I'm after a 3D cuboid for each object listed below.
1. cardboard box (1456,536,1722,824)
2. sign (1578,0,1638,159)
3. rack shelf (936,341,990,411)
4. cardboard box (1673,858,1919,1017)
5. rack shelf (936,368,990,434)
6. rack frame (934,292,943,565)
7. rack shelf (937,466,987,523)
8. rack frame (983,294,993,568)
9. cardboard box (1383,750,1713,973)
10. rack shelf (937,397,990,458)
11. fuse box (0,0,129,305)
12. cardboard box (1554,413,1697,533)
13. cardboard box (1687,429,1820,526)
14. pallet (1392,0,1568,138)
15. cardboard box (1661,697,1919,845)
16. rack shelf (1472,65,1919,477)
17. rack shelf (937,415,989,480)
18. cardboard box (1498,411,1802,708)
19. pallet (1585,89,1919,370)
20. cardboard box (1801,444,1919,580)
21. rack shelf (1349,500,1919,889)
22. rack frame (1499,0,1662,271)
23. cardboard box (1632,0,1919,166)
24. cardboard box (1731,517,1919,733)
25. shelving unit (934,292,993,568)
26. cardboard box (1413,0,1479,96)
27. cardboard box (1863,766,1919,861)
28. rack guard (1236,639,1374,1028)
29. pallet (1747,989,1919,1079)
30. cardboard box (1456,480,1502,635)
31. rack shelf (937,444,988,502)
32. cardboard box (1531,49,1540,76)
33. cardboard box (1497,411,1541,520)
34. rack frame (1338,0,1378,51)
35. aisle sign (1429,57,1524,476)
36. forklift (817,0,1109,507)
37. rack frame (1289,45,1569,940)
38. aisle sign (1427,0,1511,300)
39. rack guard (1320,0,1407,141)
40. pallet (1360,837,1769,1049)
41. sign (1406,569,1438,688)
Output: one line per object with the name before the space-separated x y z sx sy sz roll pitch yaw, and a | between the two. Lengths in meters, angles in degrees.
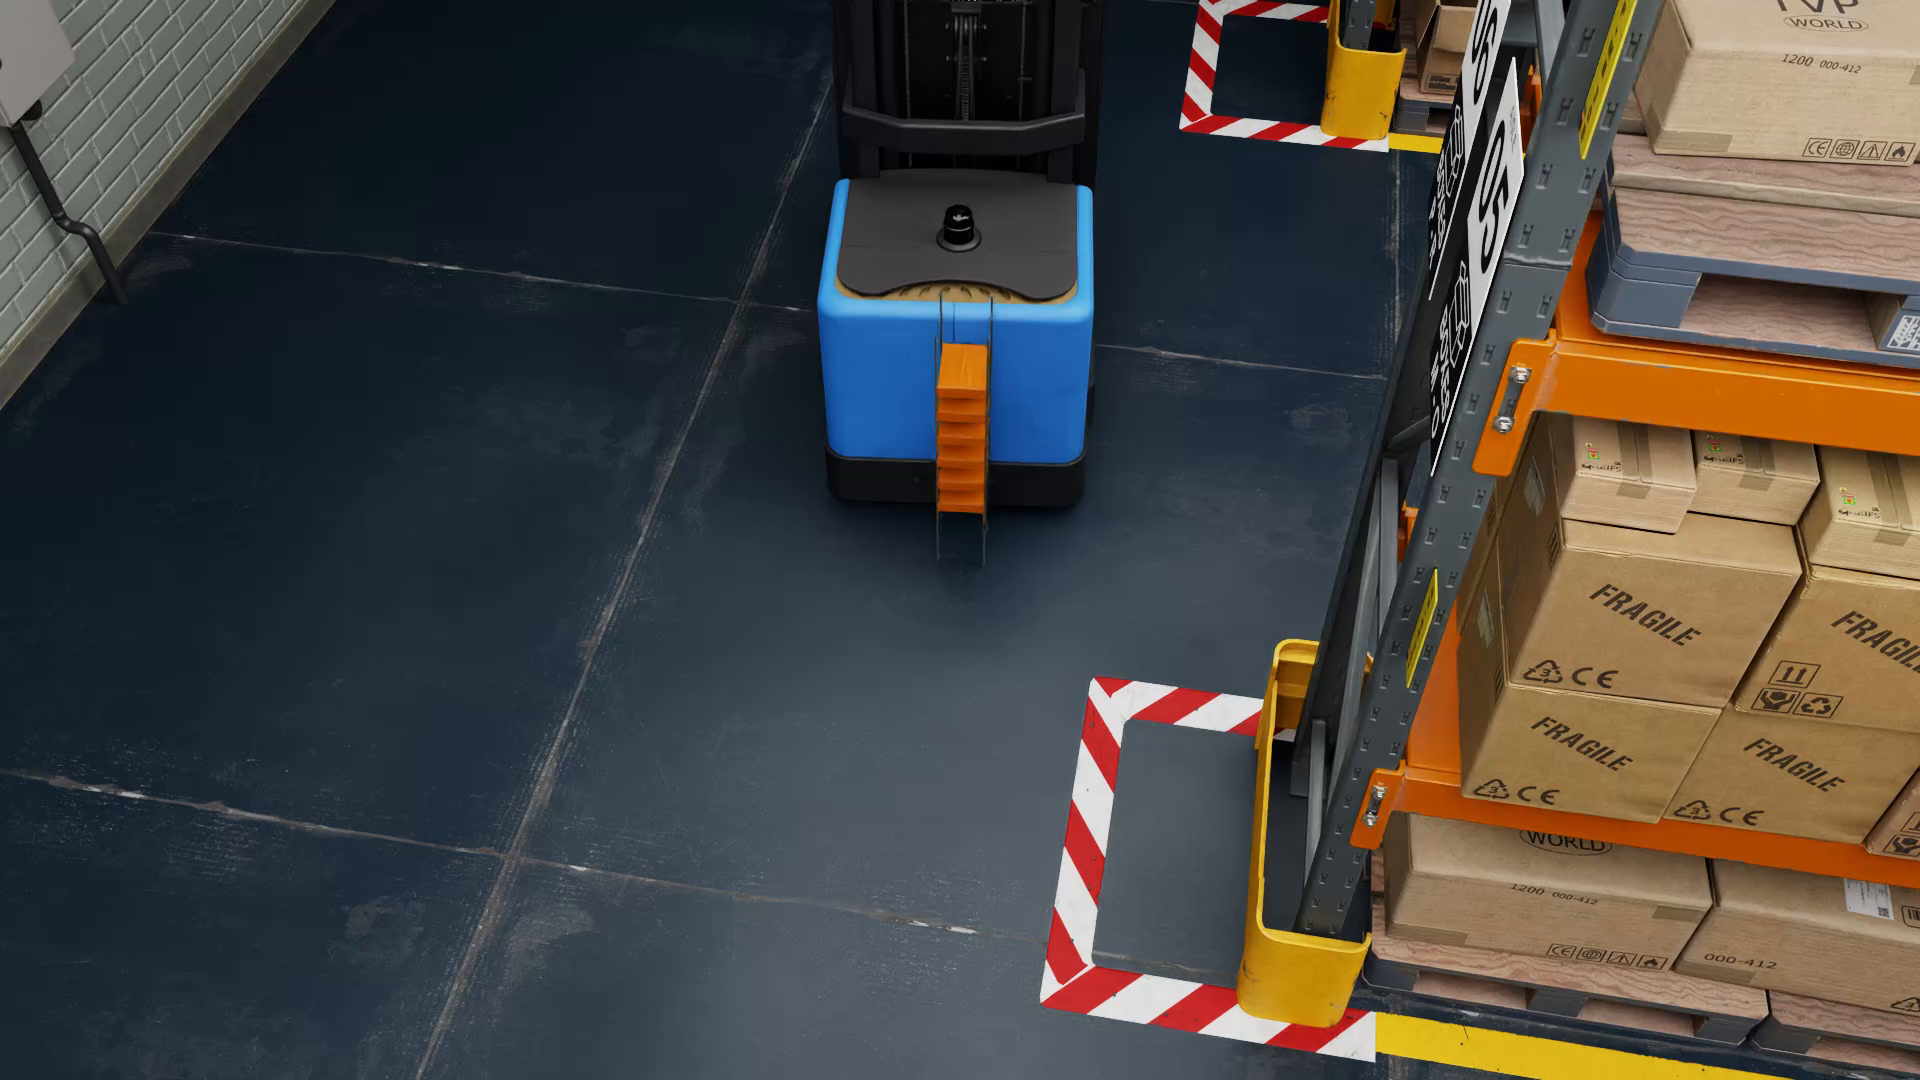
cardboard box | 1.603 0.360 4.315 0.500 0.500 0.500 7 48 7
sign | 1.077 -0.796 2.763 0.005 0.325 0.100 8 49 7
rack shelf | 0.014 -0.596 6.026 0.180 0.103 0.258 3 48 3
cardboard box | 2.751 0.964 5.279 0.875 0.438 0.875 9 49 8
rack shelf | 0.013 -0.516 6.116 0.180 0.103 0.258 3 48 3
rack frame | -0.078 -0.391 6.266 0.006 1.200 0.240 3 48 3
rack shelf | 0.012 -0.195 6.473 0.180 0.103 0.258 3 48 3
rack frame | 0.104 -0.380 6.257 0.006 1.200 0.240 3 48 3
cardboard box | 1.849 0.850 5.382 0.875 0.438 0.875 6 48 6
rack shelf | 0.013 -0.436 6.205 0.180 0.103 0.258 3 48 3
fuse box | -3.854 -1.697 7.097 0.414 1.711 0.539 8 49 7
cardboard box | 1.482 -0.215 3.723 0.250 0.149 0.380 9 49 8
cardboard box | 1.753 -0.233 3.739 0.250 0.149 0.380 9 49 8
pallet | 2.920 -2.467 8.797 1.213 0.211 1.003 8 49 7
cardboard box | 2.106 0.406 4.273 0.500 0.500 0.500 7 48 6
rack shelf | 3.150 -0.378 3.512 4.000 0.370 1.077 8 49 7
rack shelf | 0.013 -0.356 6.294 0.180 0.103 0.258 3 48 3
cardboard box | 1.604 0.024 3.945 0.500 0.500 0.500 7 48 6
pallet | 1.914 -0.763 3.434 1.213 0.211 1.003 8 49 7
cardboard box | 1.988 -0.114 3.633 0.250 0.149 0.380 9 49 8
rack shelf | 3.150 0.624 4.628 4.000 0.370 1.077 8 49 7
rack frame | 1.182 -1.886 2.367 0.127 3.000 1.000 8 49 7
cardboard box | 1.641 -1.013 3.350 0.500 0.250 0.500 4 48 3
cardboard box | 2.113 0.087 3.888 0.500 0.500 0.500 6 48 6
shelving unit | 0.013 -0.385 6.261 0.189 1.200 0.258 3 48 3
cardboard box | 2.646 -2.670 8.501 0.637 0.503 0.797 6 48 5
cardboard box | 2.603 0.487 4.201 0.500 0.500 0.500 7 48 7
rack guard | 1.158 0.952 5.531 0.348 0.500 1.175 8 49 7
pallet | 3.180 1.263 5.445 1.213 0.211 1.003 8 49 7
cardboard box | 1.704 -0.044 4.678 0.500 0.500 0.500 8 49 7
rack shelf | 0.012 -0.276 6.383 0.180 0.103 0.258 3 48 3
cardboard box | 3.057 -2.467 8.556 0.250 0.149 0.380 6 48 5
cardboard box | 1.699 -0.359 4.288 0.500 0.500 0.500 9 49 8
rack frame | 2.061 -3.514 7.863 0.127 3.000 1.000 8 49 7
aisle sign | 1.059 -0.547 3.449 0.004 0.787 0.394 8 49 7
forklift | 0.045 -2.203 6.731 1.130 2.935 3.031 2 48 2
rack frame | 1.182 0.119 4.598 0.127 3.000 1.000 8 49 7
aisle sign | 1.166 -0.986 3.844 0.004 0.787 0.394 8 49 7
rack guard | 2.136 -2.669 8.784 0.348 0.500 1.175 8 49 7
pallet | 1.983 1.100 5.592 1.213 0.211 1.003 8 49 7
sign | 1.077 0.209 3.882 0.005 0.325 0.100 8 49 7
